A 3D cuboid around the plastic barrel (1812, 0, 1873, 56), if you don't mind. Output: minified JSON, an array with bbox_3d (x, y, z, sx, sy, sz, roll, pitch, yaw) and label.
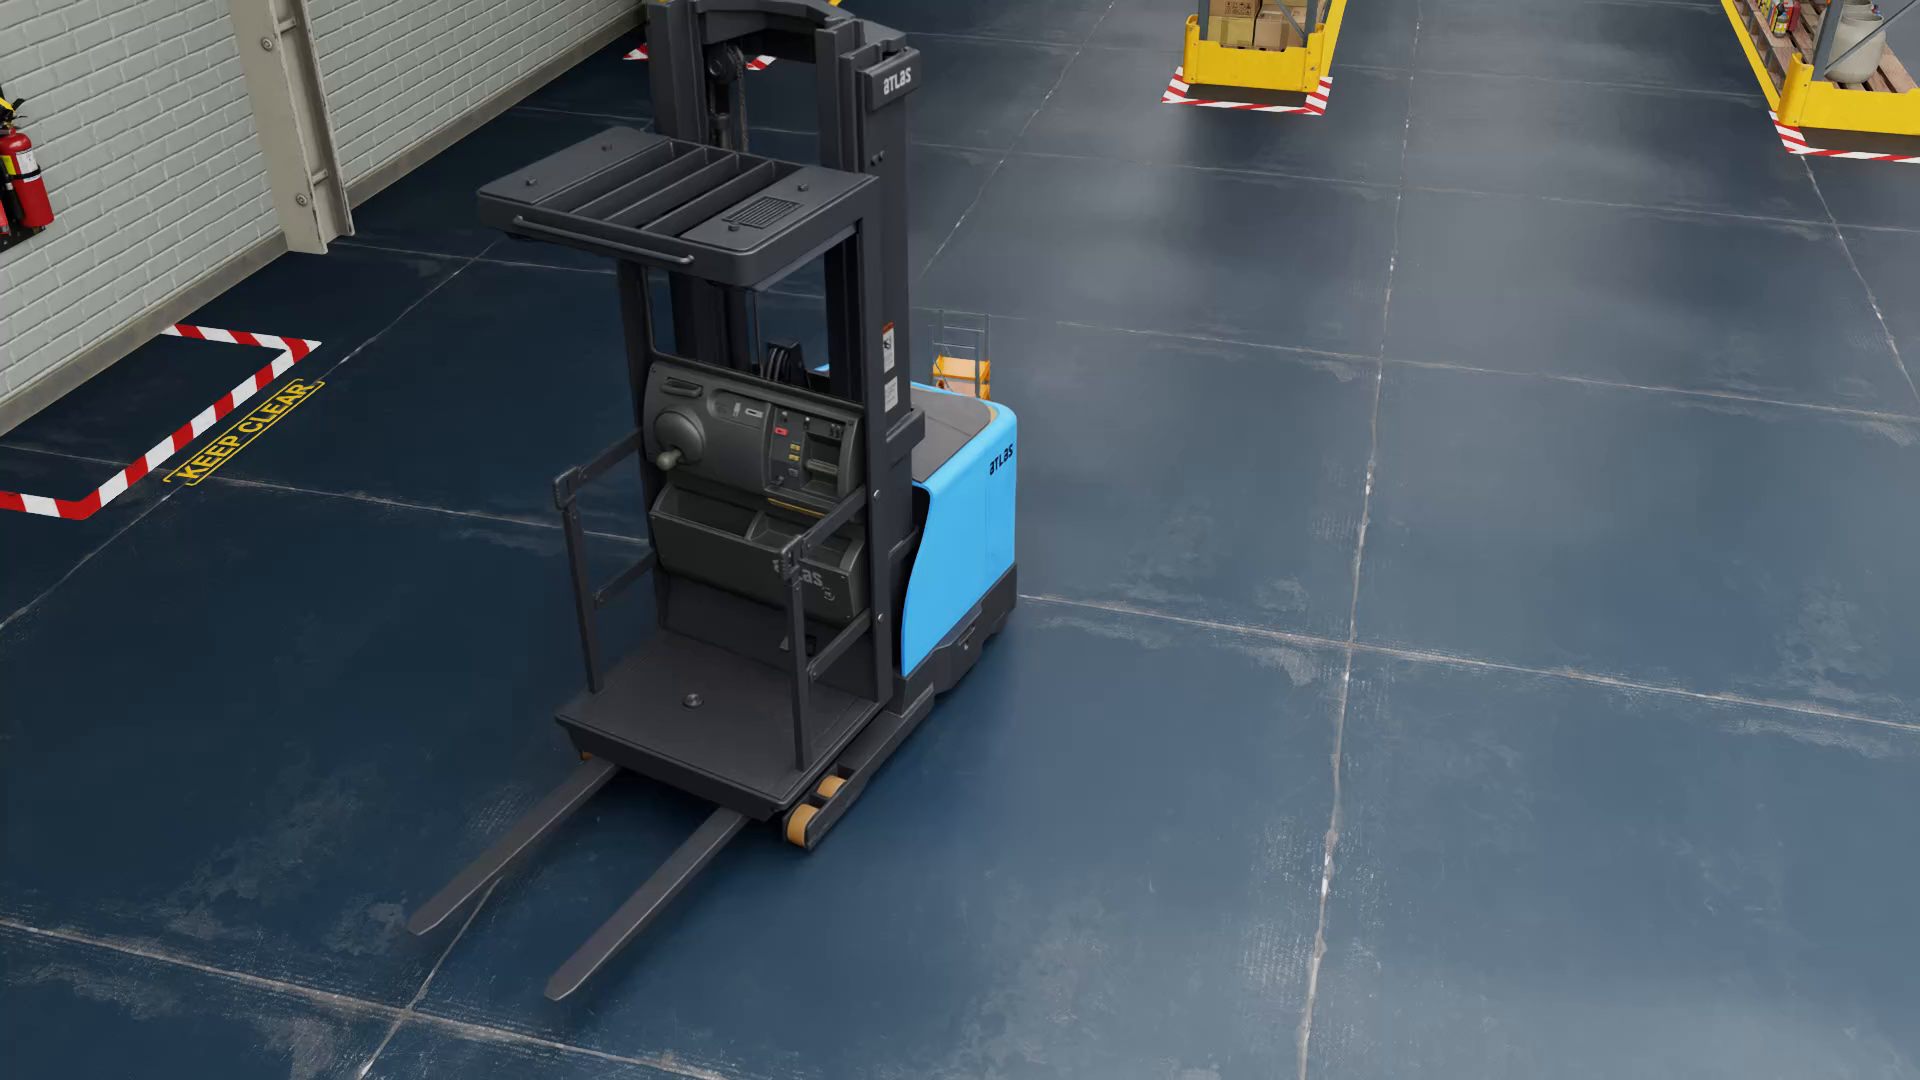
[{"bbox_3d":[7.560,-4.354,14.231,0.421,0.512,0.421,0,32,0],"label":"plastic barrel"}]

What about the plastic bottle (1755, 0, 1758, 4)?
[{"bbox_3d":[7.701,-5.298,15.847,0.144,0.351,0.185,7,33,10],"label":"plastic bottle"}]

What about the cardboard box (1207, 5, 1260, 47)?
[{"bbox_3d":[2.400,-4.626,14.903,0.500,0.250,0.500,8,33,12],"label":"cardboard box"}]

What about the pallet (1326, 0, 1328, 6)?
[{"bbox_3d":[3.323,-5.783,17.150,1.003,0.211,1.213,8,33,12],"label":"pallet"}]

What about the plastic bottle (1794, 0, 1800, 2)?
[{"bbox_3d":[7.743,-5.039,15.509,0.152,0.276,0.135,8,33,12],"label":"plastic bottle"}]

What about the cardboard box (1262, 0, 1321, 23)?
[{"bbox_3d":[3.025,-4.816,15.201,0.500,0.250,0.500,8,33,12],"label":"cardboard box"}]

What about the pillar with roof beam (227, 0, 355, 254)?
[{"bbox_3d":[-0.260,-5.277,8.162,9.100,9.000,0.400,8,33,12],"label":"pillar with roof beam"}]

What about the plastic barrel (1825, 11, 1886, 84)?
[{"bbox_3d":[7.433,-4.094,13.821,0.421,0.512,0.421,0,32,0],"label":"plastic barrel"}]

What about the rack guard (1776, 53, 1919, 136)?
[{"bbox_3d":[7.314,-3.606,13.456,1.175,0.500,0.348,8,33,12],"label":"rack guard"}]

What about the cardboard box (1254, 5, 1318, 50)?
[{"bbox_3d":[2.901,-4.556,14.792,0.500,0.250,0.500,8,33,12],"label":"cardboard box"}]

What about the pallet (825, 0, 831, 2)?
[{"bbox_3d":[-1.671,-5.874,17.293,1.003,0.211,1.213,8,33,12],"label":"pallet"}]

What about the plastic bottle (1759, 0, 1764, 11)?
[{"bbox_3d":[7.607,-5.091,15.661,0.097,0.201,0.097,0,32,0],"label":"plastic bottle"}]

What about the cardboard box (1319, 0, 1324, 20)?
[{"bbox_3d":[3.152,-5.075,15.609,0.500,0.250,0.500,8,33,12],"label":"cardboard box"}]

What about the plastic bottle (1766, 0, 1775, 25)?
[{"bbox_3d":[7.508,-4.863,15.232,0.152,0.276,0.135,7,33,11],"label":"plastic bottle"}]

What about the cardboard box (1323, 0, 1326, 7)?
[{"bbox_3d":[3.283,-5.334,16.016,0.500,0.250,0.500,8,33,12],"label":"cardboard box"}]

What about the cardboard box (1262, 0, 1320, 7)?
[{"bbox_3d":[3.026,-5.132,14.999,0.500,0.500,0.500,8,33,12],"label":"cardboard box"}]

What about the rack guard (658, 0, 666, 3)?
[{"bbox_3d":[-2.223,-4.948,15.567,1.175,0.500,0.348,8,33,12],"label":"rack guard"}]

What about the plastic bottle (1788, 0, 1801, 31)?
[{"bbox_3d":[7.576,-4.780,15.094,0.061,0.283,0.133,8,33,12],"label":"plastic bottle"}]

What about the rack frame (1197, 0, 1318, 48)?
[{"bbox_3d":[2.550,-5.291,13.777,1.000,3.000,0.127,8,33,12],"label":"rack frame"}]

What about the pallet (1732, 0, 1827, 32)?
[{"bbox_3d":[8.145,-5.171,16.187,1.003,0.211,1.213,8,33,12],"label":"pallet"}]

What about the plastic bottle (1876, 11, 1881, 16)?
[{"bbox_3d":[8.102,-4.547,14.740,0.097,0.271,0.097,0,32,0],"label":"plastic bottle"}]

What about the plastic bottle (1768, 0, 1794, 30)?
[{"bbox_3d":[7.473,-4.791,15.119,0.152,0.276,0.135,8,33,13],"label":"plastic bottle"}]

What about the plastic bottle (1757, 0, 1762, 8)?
[{"bbox_3d":[7.619,-5.189,15.739,0.061,0.283,0.133,9,34,15],"label":"plastic bottle"}]

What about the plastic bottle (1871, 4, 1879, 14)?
[{"bbox_3d":[8.177,-4.667,14.918,0.061,0.283,0.133,9,33,13],"label":"plastic bottle"}]

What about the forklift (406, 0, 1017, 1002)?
[{"bbox_3d":[-0.890,-0.333,6.042,1.130,2.935,3.031,16,36,24],"label":"forklift"}]

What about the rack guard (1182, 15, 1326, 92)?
[{"bbox_3d":[2.544,-4.224,14.428,1.175,0.500,0.348,8,33,12],"label":"rack guard"}]

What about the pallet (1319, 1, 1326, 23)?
[{"bbox_3d":[3.015,-5.148,16.151,1.003,0.211,1.213,8,33,12],"label":"pallet"}]

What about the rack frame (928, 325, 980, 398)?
[{"bbox_3d":[-0.027,-0.451,7.842,0.240,1.200,0.006,8,33,12],"label":"rack frame"}]

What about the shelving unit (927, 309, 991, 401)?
[{"bbox_3d":[-0.004,-0.499,7.916,0.258,1.200,0.189,8,33,12],"label":"shelving unit"}]

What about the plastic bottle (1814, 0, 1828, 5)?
[{"bbox_3d":[8.272,-5.261,15.858,0.152,0.276,0.135,8,33,12],"label":"plastic bottle"}]

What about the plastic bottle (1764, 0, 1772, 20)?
[{"bbox_3d":[7.546,-4.981,15.348,0.144,0.351,0.185,9,34,14],"label":"plastic bottle"}]

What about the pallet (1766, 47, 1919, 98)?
[{"bbox_3d":[7.525,-3.905,14.195,1.003,0.211,1.213,8,33,12],"label":"pallet"}]

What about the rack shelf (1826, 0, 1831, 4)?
[{"bbox_3d":[7.848,-5.349,14.539,1.077,0.370,4.000,8,33,12],"label":"rack shelf"}]

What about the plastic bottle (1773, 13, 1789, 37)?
[{"bbox_3d":[7.382,-4.632,14.939,0.097,0.201,0.097,0,32,0],"label":"plastic bottle"}]

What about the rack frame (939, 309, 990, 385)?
[{"bbox_3d":[0.020,-0.546,7.991,0.240,1.200,0.006,8,33,12],"label":"rack frame"}]

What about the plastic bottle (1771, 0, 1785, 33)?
[{"bbox_3d":[7.394,-4.730,15.016,0.061,0.283,0.133,9,33,14],"label":"plastic bottle"}]

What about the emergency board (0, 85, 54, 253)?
[{"bbox_3d":[-5.088,-2.054,8.685,0.194,1.169,0.643,8,33,12],"label":"emergency board"}]

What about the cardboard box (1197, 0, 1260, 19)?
[{"bbox_3d":[2.398,-4.943,14.702,0.500,0.500,0.500,8,33,12],"label":"cardboard box"}]

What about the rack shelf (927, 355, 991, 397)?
[{"bbox_3d":[-0.004,-0.765,7.747,0.258,0.103,0.180,8,33,12],"label":"rack shelf"}]

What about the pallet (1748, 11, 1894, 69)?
[{"bbox_3d":[7.837,-4.536,15.188,1.003,0.211,1.213,8,33,12],"label":"pallet"}]

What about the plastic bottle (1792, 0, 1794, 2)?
[{"bbox_3d":[7.674,-4.924,15.398,0.097,0.201,0.097,0,32,0],"label":"plastic bottle"}]

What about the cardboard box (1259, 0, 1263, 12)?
[{"bbox_3d":[2.515,-4.888,15.314,0.500,0.250,0.500,8,33,12],"label":"cardboard box"}]

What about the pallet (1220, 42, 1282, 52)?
[{"bbox_3d":[2.703,-4.517,15.158,1.003,0.211,1.213,8,33,12],"label":"pallet"}]

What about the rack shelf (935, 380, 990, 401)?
[{"bbox_3d":[-0.004,-0.664,7.811,0.258,0.103,0.180,8,33,12],"label":"rack shelf"}]

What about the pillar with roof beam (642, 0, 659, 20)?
[{"bbox_3d":[1.262,-8.390,13.060,9.100,9.000,0.400,8,33,12],"label":"pillar with roof beam"}]

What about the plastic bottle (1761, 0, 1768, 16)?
[{"bbox_3d":[7.593,-5.077,15.500,0.144,0.351,0.185,8,33,12],"label":"plastic bottle"}]

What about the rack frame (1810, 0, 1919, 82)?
[{"bbox_3d":[7.340,-4.615,12.713,1.000,3.000,0.127,8,33,12],"label":"rack frame"}]

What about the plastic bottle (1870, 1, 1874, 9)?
[{"bbox_3d":[8.189,-4.725,15.020,0.097,0.271,0.097,0,32,0],"label":"plastic bottle"}]
